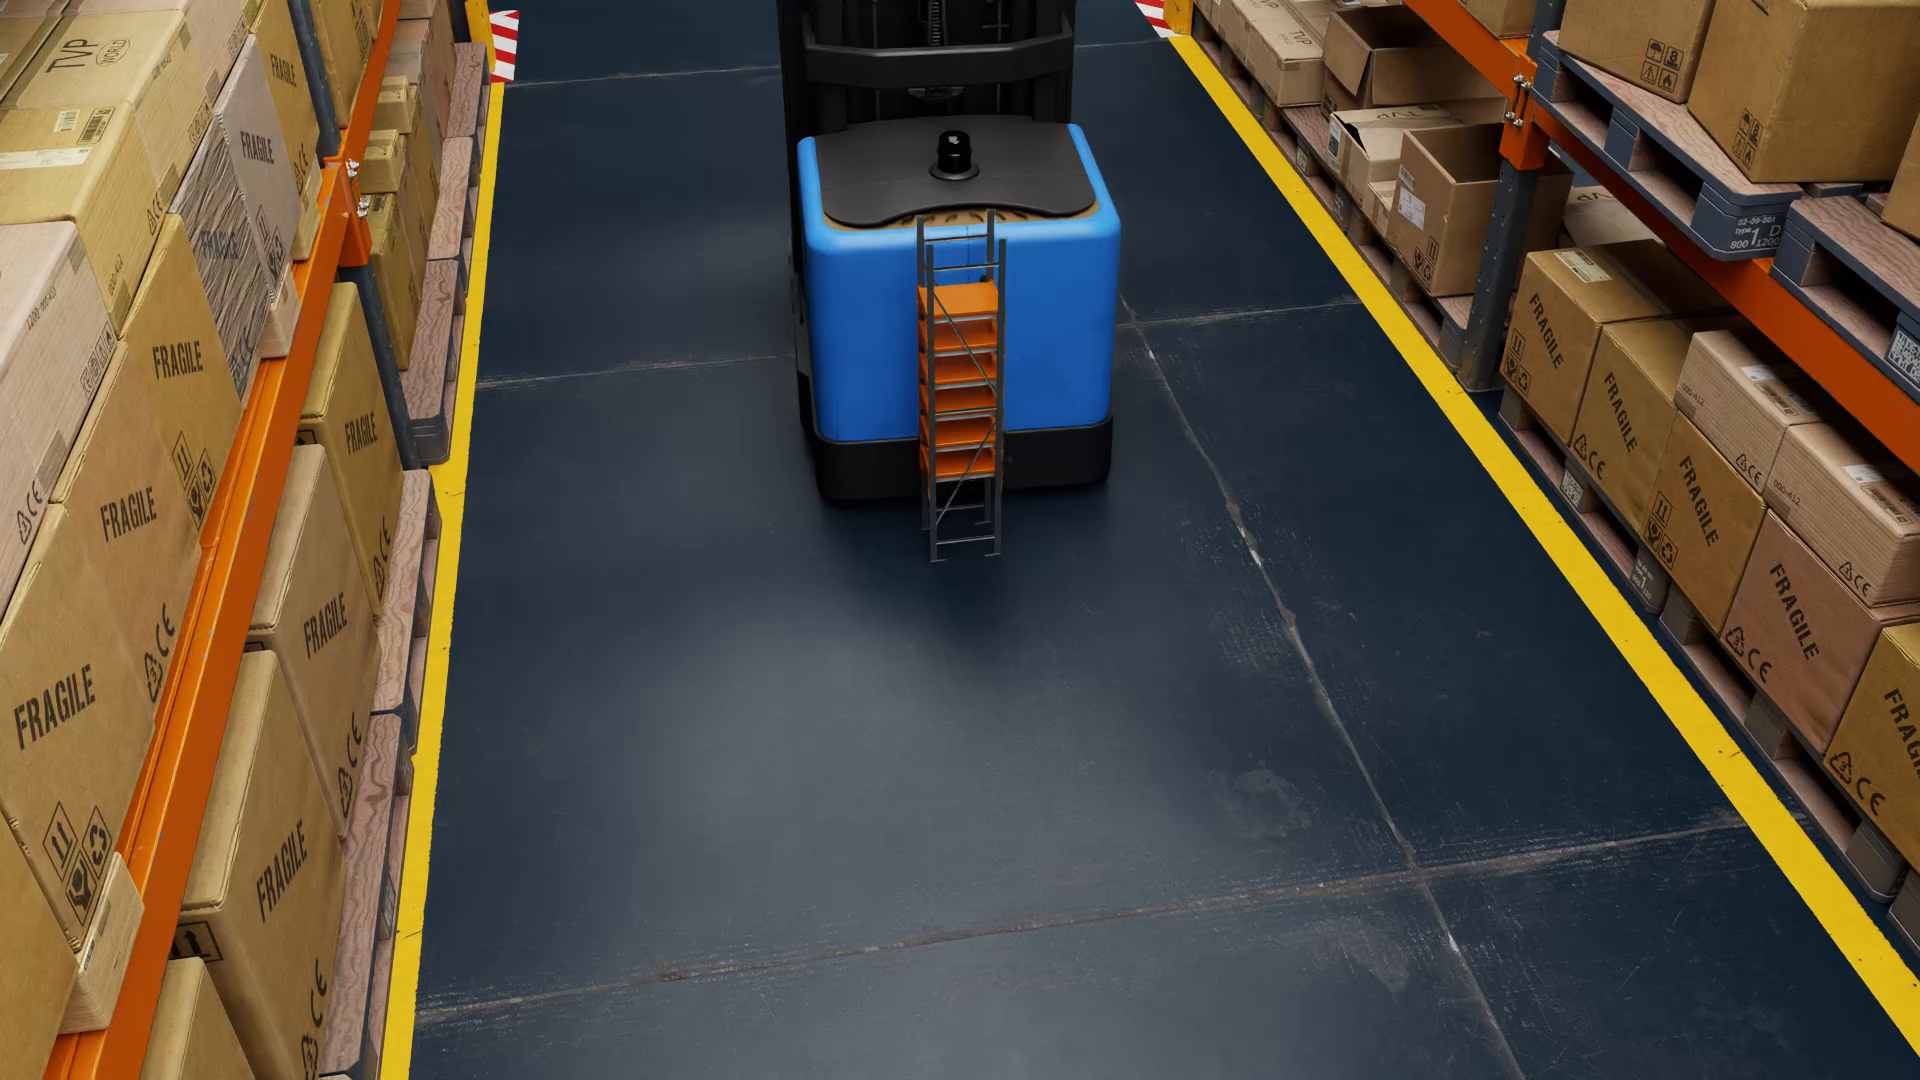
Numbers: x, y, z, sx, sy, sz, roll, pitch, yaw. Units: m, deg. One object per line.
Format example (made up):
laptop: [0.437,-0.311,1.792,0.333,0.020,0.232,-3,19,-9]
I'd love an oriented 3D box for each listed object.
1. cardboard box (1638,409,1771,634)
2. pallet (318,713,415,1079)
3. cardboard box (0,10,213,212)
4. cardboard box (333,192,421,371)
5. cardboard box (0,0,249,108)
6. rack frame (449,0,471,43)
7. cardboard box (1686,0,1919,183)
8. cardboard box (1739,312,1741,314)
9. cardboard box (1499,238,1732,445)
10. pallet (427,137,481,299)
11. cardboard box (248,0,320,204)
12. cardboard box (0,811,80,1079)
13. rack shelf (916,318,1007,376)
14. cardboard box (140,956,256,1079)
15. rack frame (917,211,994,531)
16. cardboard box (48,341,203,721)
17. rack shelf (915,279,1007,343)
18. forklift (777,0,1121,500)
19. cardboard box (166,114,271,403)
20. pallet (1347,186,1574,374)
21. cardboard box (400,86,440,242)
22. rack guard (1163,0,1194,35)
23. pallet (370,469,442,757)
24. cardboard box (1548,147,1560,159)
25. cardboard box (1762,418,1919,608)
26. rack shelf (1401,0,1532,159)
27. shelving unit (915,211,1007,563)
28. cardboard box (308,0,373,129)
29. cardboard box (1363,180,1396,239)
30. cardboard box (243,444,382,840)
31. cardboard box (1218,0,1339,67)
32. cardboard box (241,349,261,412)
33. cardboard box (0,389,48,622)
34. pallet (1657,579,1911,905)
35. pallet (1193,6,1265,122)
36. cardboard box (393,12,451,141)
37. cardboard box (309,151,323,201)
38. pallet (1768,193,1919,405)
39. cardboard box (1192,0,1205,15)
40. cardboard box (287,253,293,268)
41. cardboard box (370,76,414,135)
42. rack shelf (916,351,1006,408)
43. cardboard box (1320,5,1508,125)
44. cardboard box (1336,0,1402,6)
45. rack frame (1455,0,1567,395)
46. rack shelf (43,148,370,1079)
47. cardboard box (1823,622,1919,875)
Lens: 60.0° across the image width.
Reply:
cardboard box: [2.489,-0.084,5.092,0.500,0.500,0.500,-6,38,-7]
pallet: [-1.990,0.993,4.300,1.003,0.211,1.213,-6,38,-8]
cardboard box: [-1.914,-0.893,3.503,0.500,0.250,0.500,-6,38,-7]
cardboard box: [-2.447,-0.946,6.218,0.700,0.500,0.500,-6,38,-7]
cardboard box: [-2.003,-1.201,3.900,0.500,0.250,0.500,-5,38,-7]
rack frame: [-3.118,-3.721,8.094,1.000,3.000,0.127,-6,38,-8]
cardboard box: [2.505,-1.326,4.588,0.700,0.500,0.500,-1,38,-1]
cardboard box: [2.906,-0.460,5.575,0.500,0.500,0.500,-6,38,-8]
cardboard box: [2.304,-0.708,5.895,0.500,0.500,0.500,-8,39,-10]
pallet: [-2.691,-1.410,7.392,1.003,0.211,1.213,-6,38,-8]
cardboard box: [-2.088,-1.218,4.532,0.500,0.500,0.500,-7,38,-9]
cardboard box: [-1.549,0.626,2.159,0.500,0.500,0.500,-5,38,-7]
rack shelf: [0.003,-0.620,5.251,0.258,0.103,0.180,-6,38,-8]
cardboard box: [-1.716,1.336,2.995,0.750,0.750,0.750,-7,38,-9]
rack frame: [-0.013,-0.520,5.442,0.240,1.200,0.006,-6,38,-8]
cardboard box: [-1.718,0.008,2.954,0.500,0.500,0.500,-6,38,-8]
rack shelf: [0.003,-0.714,5.177,0.258,0.103,0.180,-6,38,-8]
forklift: [-0.152,-2.192,6.182,1.130,2.935,3.031,-4,38,-5]
cardboard box: [-1.909,-0.606,3.745,0.500,0.500,0.500,-6,38,-8]
pallet: [2.340,-1.153,7.063,1.003,0.211,1.213,-6,38,-8]
cardboard box: [-2.620,-1.560,7.008,0.700,0.500,0.500,-5,38,-7]
rack guard: [1.771,-3.223,9.491,1.175,0.500,0.348,-6,38,-8]
pallet: [-2.208,0.255,5.250,1.003,0.211,1.213,-6,38,-8]
cardboard box: [2.437,-1.693,7.435,0.380,0.166,0.250,-6,38,-8]
cardboard box: [2.568,-0.097,4.498,0.500,0.250,0.500,-7,38,-9]
rack shelf: [2.109,-2.764,7.449,1.077,0.370,4.000,-6,38,-8]
shelving unit: [0.003,-0.465,5.371,0.258,1.200,0.189,-6,38,-8]
cardboard box: [-2.496,-1.752,5.316,0.980,0.700,0.700,-6,38,-7]
cardboard box: [1.955,-1.421,7.100,0.380,0.149,0.250,-6,38,-8]
cardboard box: [-2.016,0.294,4.337,0.750,0.750,0.750,-5,38,-7]
cardboard box: [1.662,-2.683,8.641,0.500,0.250,0.500,-6,38,-8]
cardboard box: [-1.929,-0.420,4.035,0.380,0.149,0.250,-6,38,-8]
cardboard box: [-1.637,0.024,2.323,0.500,0.250,0.500,-7,38,-9]
pallet: [2.856,0.487,4.951,1.003,0.211,1.213,-6,38,-8]
pallet: [1.912,-2.627,8.960,1.003,0.211,1.213,-6,38,-8]
cardboard box: [-2.809,-2.185,7.813,0.700,0.500,0.500,-6,38,-8]
cardboard box: [-2.079,-1.040,4.832,0.380,0.149,0.250,-6,38,-8]
pallet: [2.815,-0.522,4.133,1.003,0.211,1.213,-6,38,-8]
cardboard box: [1.493,-3.014,9.149,0.380,0.149,0.250,-6,38,-8]
cardboard box: [-2.011,-0.728,4.431,0.380,0.149,0.250,-5,38,-7]
cardboard box: [-2.419,-1.744,6.716,0.380,0.149,0.250,-7,38,-9]
rack shelf: [0.003,-0.525,5.324,0.258,0.103,0.180,-6,38,-8]
cardboard box: [2.125,-2.162,7.764,0.797,0.503,0.637,-6,38,-8]
cardboard box: [2.096,-3.140,9.026,0.500,0.500,0.500,-6,38,-8]
rack frame: [2.459,-1.840,5.673,1.000,3.000,0.127,-6,38,-8]
rack shelf: [-2.066,0.188,3.650,1.077,0.370,4.000,-6,38,-8]
cardboard box: [2.675,0.537,4.292,0.500,0.500,0.500,-8,38,-10]
